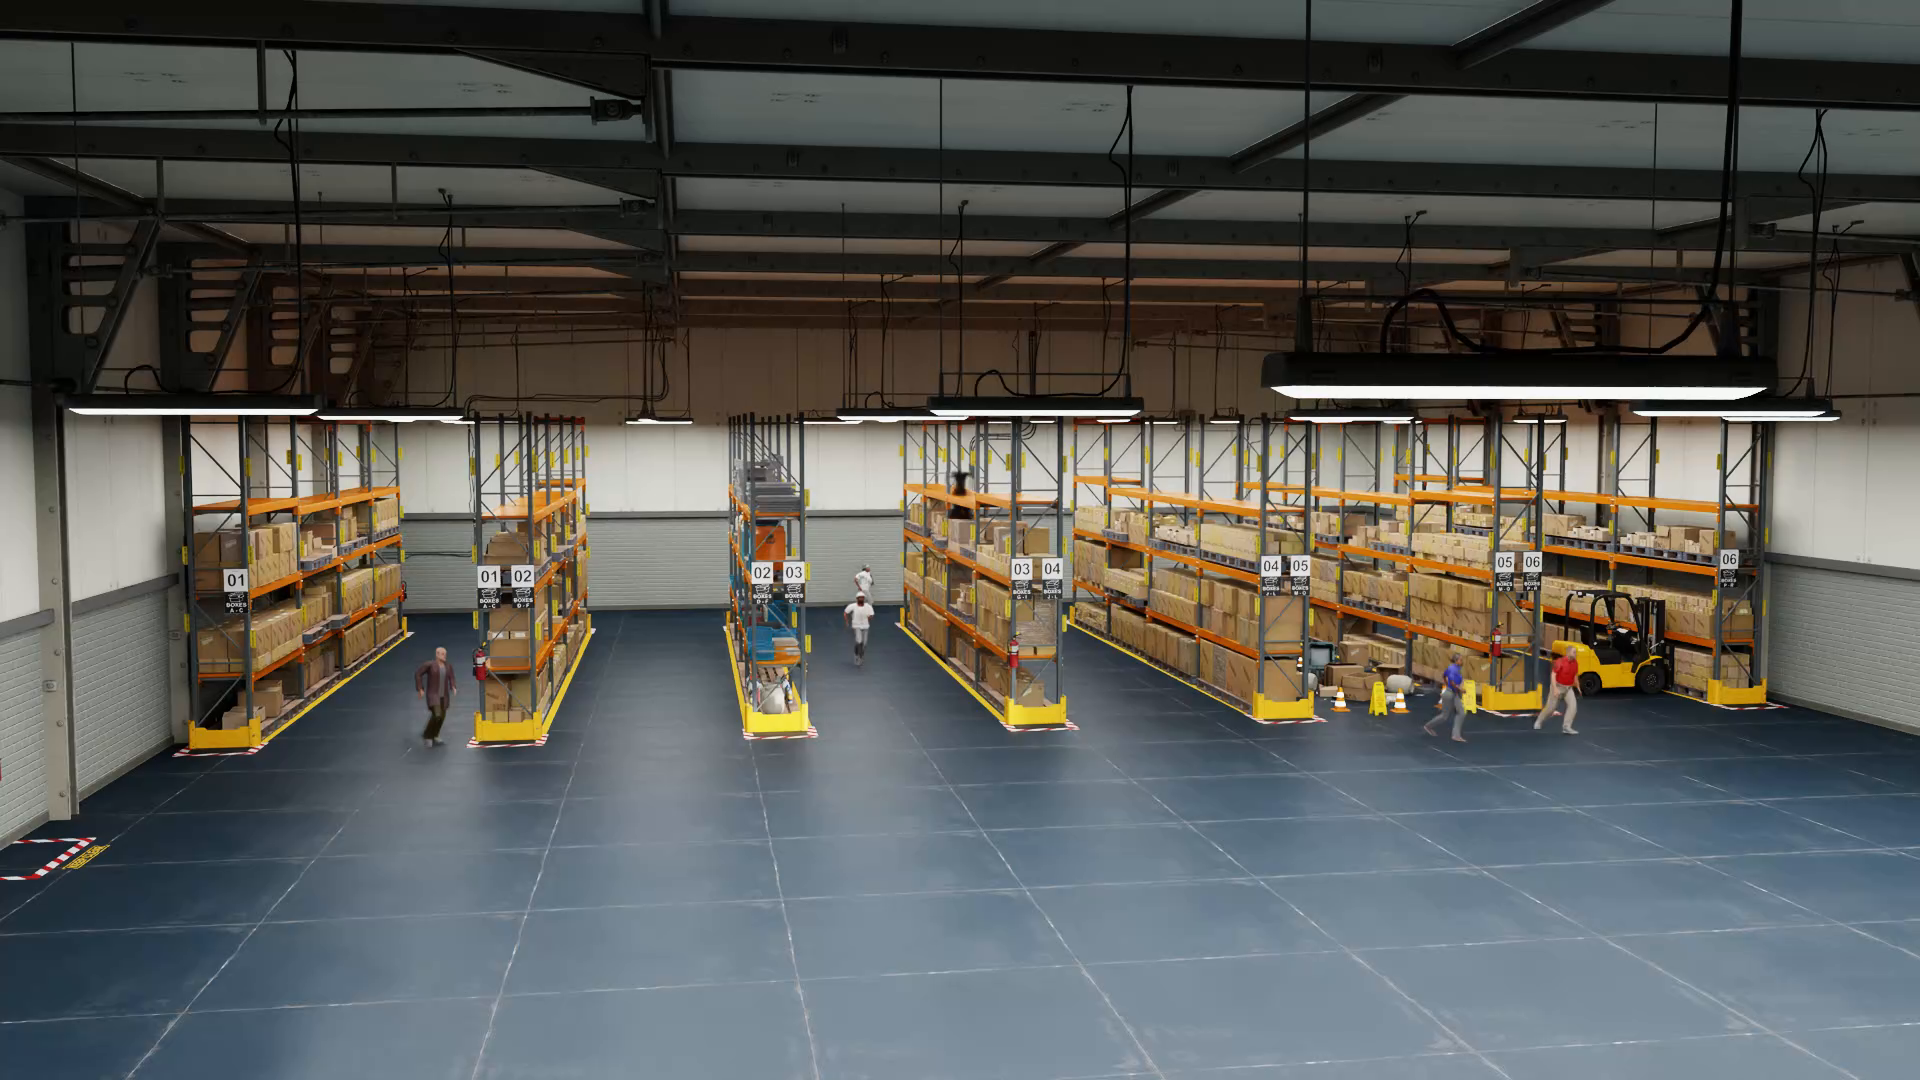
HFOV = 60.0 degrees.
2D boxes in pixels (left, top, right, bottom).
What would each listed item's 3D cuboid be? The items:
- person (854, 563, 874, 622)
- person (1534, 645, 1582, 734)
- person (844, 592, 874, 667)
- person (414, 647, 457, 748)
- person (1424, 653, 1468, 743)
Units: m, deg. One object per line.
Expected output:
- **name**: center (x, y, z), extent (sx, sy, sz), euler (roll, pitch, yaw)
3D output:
- **person**: center (-2.846, 1.530, 49.281), extent (0.707, 1.729, 0.579), euler (1, 4, 12)
- **person**: center (11.238, 2.777, 31.192), extent (0.725, 1.656, 0.856), euler (-2, 4, -29)
- **person**: center (-2.388, 2.134, 39.880), extent (0.689, 1.789, 0.721), euler (-1, 4, -19)
- **person**: center (-9.360, 2.838, 29.825), extent (0.742, 1.821, 0.666), euler (3, 5, 40)
- **person**: center (8.833, 2.854, 30.229), extent (0.796, 1.633, 0.549), euler (2, 4, 28)
